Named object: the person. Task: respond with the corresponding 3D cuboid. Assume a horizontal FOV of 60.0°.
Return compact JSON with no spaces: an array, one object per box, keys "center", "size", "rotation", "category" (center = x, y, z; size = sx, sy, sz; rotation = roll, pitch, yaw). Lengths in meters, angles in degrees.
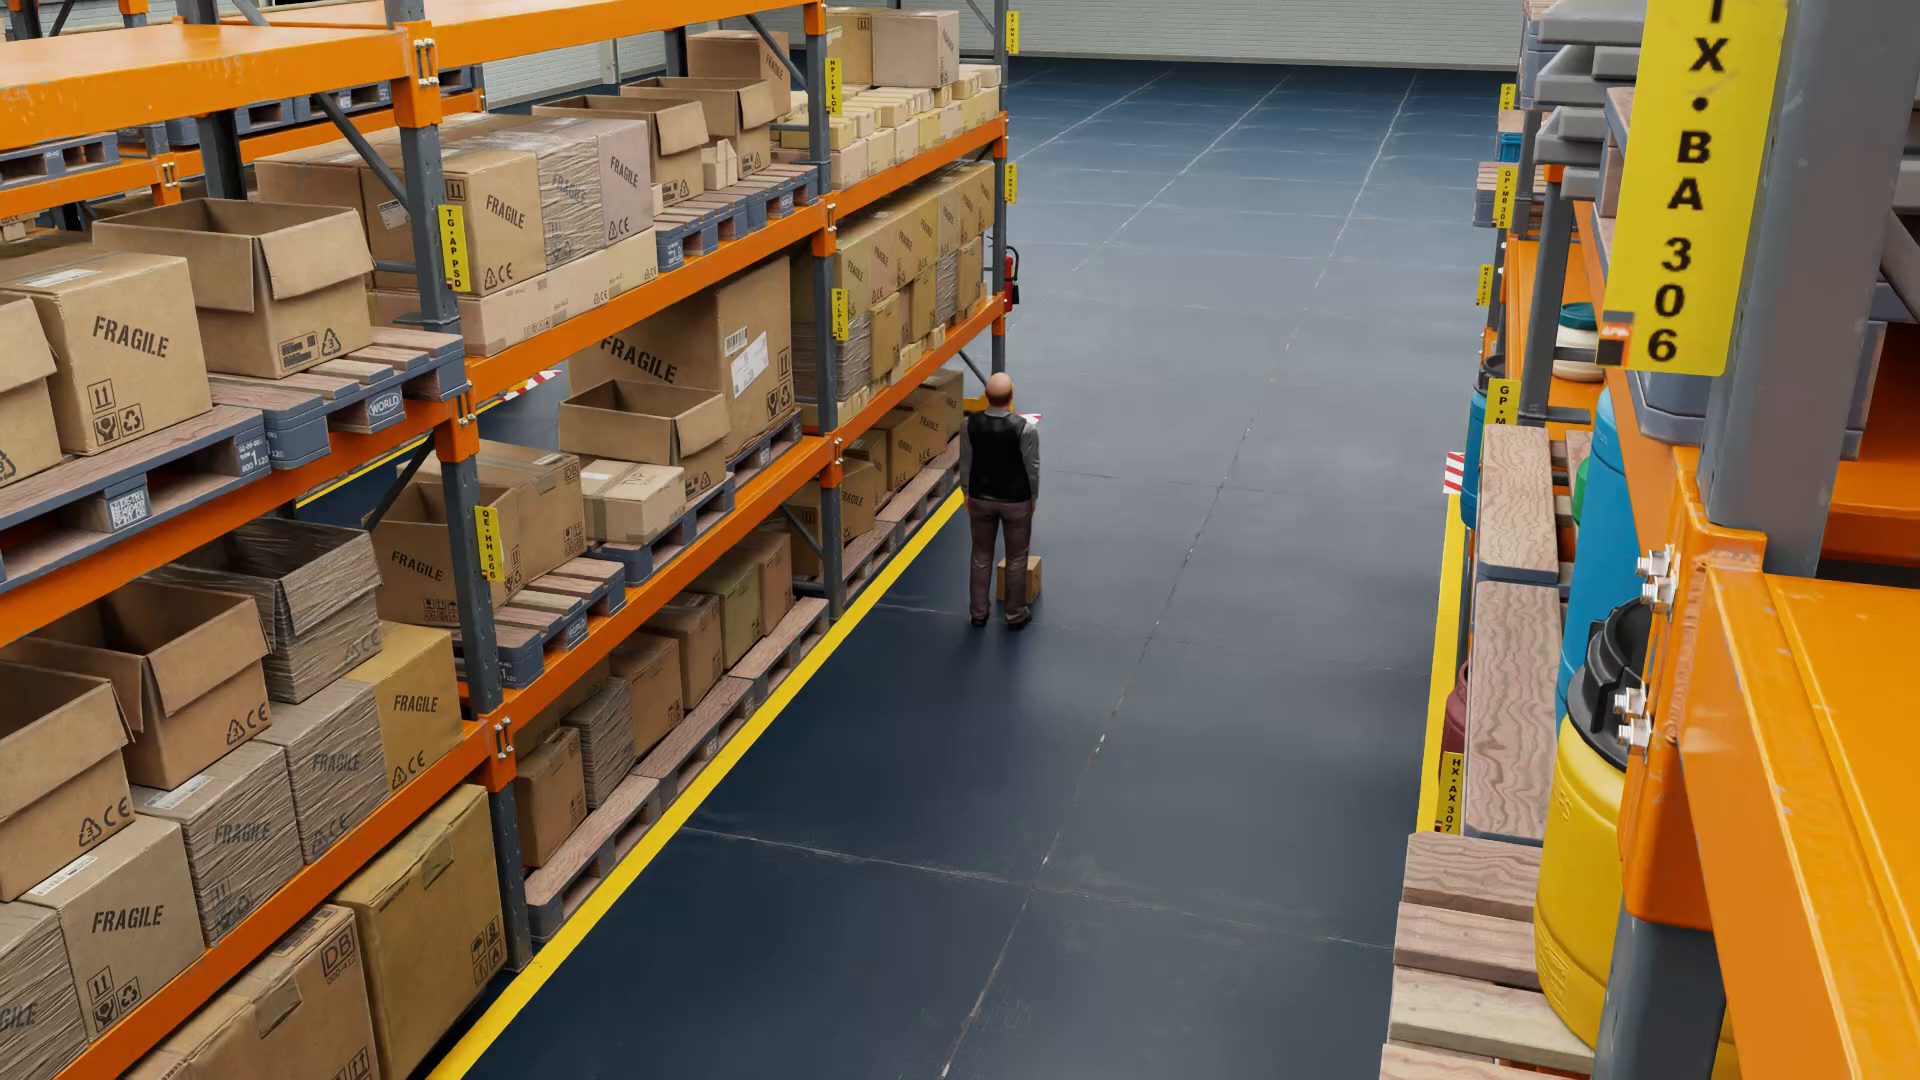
[{"center":[0.259,-0.246,10.761],"size":[0.535,1.740,0.361],"rotation":[7,23,17],"category":"person"}]
